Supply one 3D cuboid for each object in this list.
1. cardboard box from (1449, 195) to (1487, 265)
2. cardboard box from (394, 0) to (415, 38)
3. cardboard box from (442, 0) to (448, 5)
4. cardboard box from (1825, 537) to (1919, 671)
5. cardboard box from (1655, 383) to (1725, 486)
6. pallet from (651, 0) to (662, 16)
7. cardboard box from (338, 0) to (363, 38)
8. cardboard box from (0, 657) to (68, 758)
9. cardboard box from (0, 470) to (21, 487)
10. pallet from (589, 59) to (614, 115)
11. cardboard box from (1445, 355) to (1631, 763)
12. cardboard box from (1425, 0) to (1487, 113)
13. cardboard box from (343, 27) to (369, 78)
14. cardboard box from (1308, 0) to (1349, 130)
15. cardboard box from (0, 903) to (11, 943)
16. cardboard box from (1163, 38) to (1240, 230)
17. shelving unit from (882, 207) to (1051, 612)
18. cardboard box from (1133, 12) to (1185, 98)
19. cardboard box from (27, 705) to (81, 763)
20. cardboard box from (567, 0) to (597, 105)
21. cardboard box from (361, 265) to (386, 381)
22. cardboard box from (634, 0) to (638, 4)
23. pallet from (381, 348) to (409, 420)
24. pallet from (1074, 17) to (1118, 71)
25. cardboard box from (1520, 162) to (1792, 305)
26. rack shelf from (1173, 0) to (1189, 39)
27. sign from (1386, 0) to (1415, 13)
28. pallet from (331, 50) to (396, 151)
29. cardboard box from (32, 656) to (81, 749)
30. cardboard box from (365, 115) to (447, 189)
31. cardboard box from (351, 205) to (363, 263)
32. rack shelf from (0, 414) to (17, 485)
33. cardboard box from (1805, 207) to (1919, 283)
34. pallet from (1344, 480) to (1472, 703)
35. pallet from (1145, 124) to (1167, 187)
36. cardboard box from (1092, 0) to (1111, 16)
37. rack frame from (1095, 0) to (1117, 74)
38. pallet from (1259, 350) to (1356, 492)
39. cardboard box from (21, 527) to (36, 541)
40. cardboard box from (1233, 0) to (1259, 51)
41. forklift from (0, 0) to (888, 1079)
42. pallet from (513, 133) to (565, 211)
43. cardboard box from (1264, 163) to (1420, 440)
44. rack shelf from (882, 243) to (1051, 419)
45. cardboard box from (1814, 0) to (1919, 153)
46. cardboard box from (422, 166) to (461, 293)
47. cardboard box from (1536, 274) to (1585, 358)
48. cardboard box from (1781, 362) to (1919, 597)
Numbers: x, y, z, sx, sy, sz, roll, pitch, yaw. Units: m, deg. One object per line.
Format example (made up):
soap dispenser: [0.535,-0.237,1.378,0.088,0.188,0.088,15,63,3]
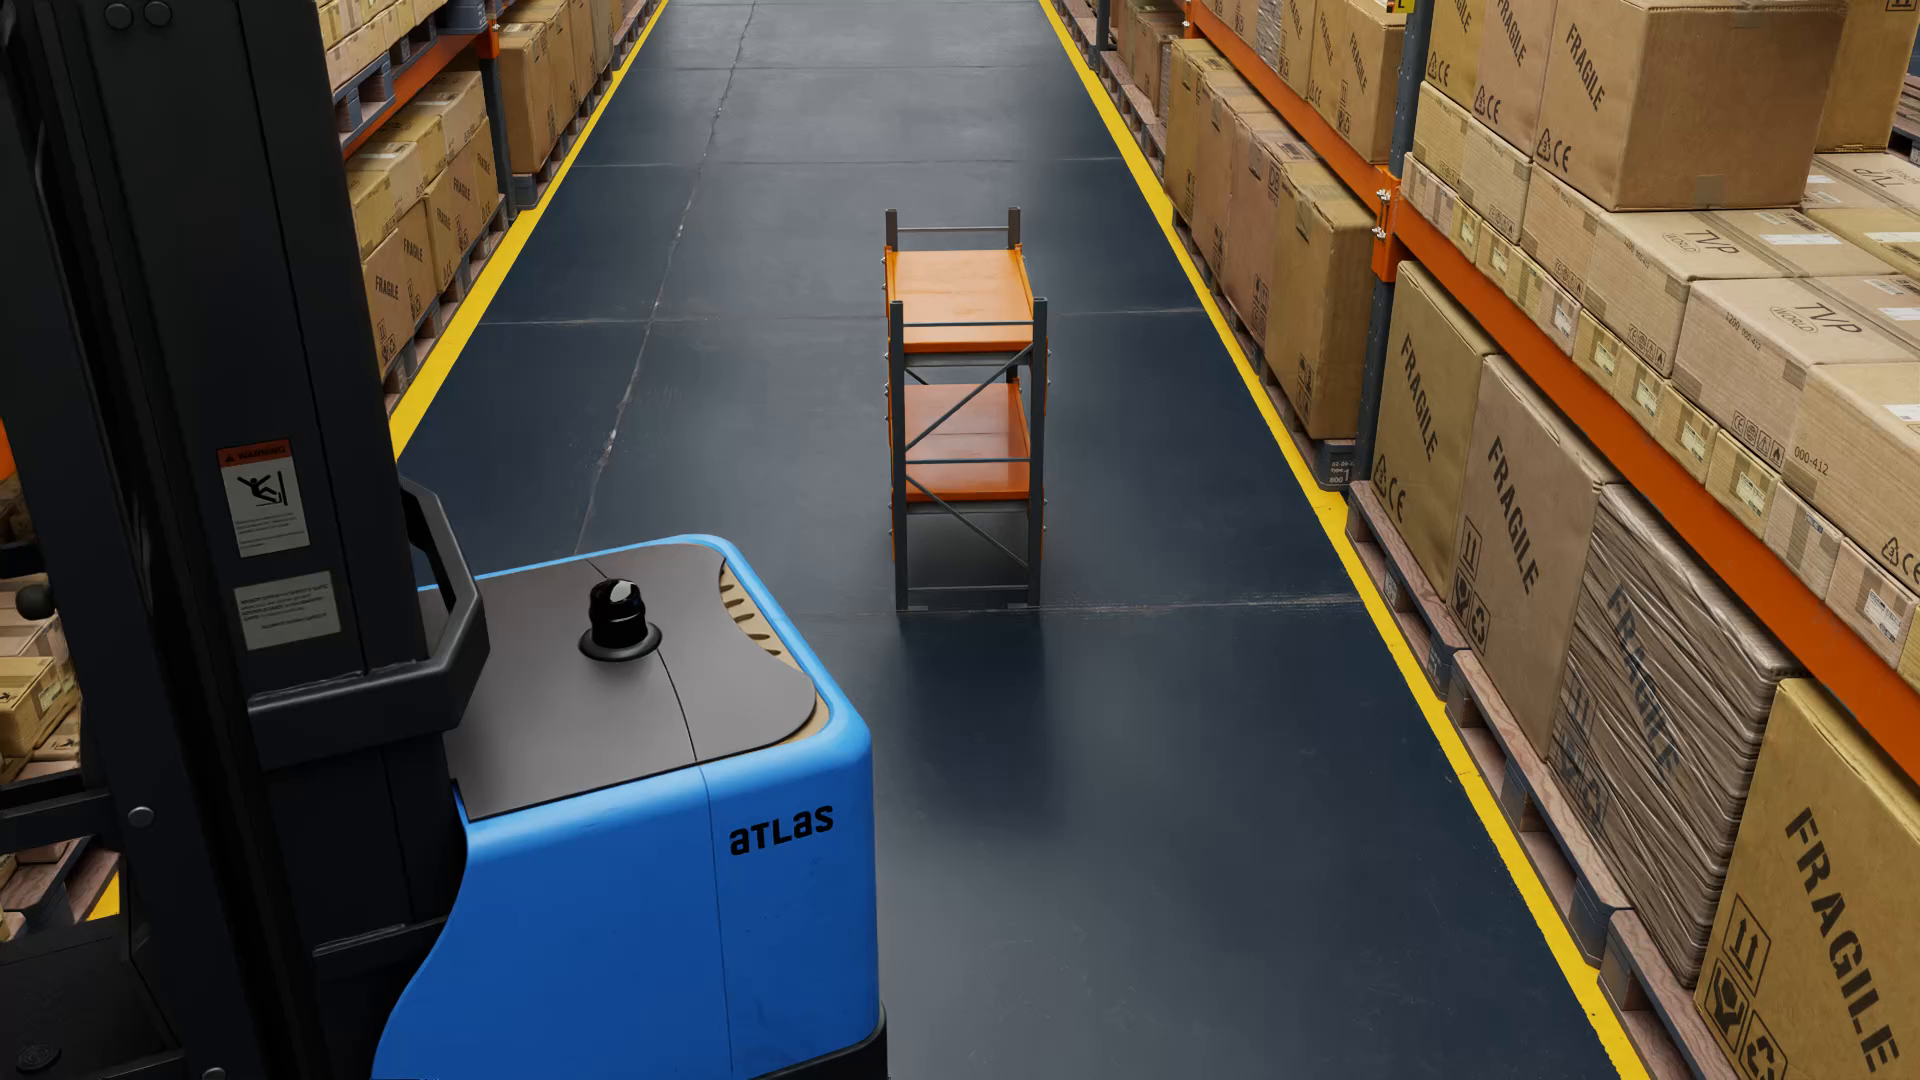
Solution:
cardboard box: [1.733,-0.956,5.111,0.380,0.149,0.250,-1,28,-1]
cardboard box: [-2.572,-2.252,7.143,0.380,0.149,0.250,-2,28,-4]
cardboard box: [-2.611,-2.614,7.836,0.380,0.149,0.250,-3,28,-5]
cardboard box: [1.856,0.111,3.066,0.380,0.149,0.250,-1,28,-3]
cardboard box: [1.814,-0.244,3.746,0.380,0.149,0.250,-1,28,-2]
pallet: [-3.443,-5.320,16.221,1.003,0.211,1.213,-1,28,-3]
cardboard box: [-2.527,-2.020,6.376,0.380,0.149,0.250,-1,28,-1]
cardboard box: [-2.504,0.422,4.182,0.380,0.149,0.250,-1,28,-2]
cardboard box: [-3.108,-0.159,5.297,0.380,0.149,0.250,-2,28,-3]
pallet: [-3.239,-3.485,12.704,1.003,0.211,1.213,-1,28,-3]
cardboard box: [2.023,0.023,4.805,0.875,0.875,0.875,-1,28,-3]
cardboard box: [1.791,-1.625,5.152,0.500,0.500,0.500,-1,28,-3]
cardboard box: [-2.527,-1.893,6.453,0.380,0.149,0.250,-1,28,-2]
cardboard box: [1.706,-1.937,6.613,0.500,0.500,0.500,-1,28,-1]
cardboard box: [-2.455,0.940,3.834,0.380,0.149,0.250,-1,28,-2]
cardboard box: [1.828,-2.227,9.120,1.225,0.875,0.875,-3,28,-5]
shelving unit: [0.000,-0.496,5.984,0.538,1.125,1.048,-1,28,-3]
cardboard box: [1.650,-3.473,11.892,0.700,0.500,0.500,-4,28,-7]
cardboard box: [-2.530,0.580,4.524,0.380,0.149,0.250,-1,28,-3]
cardboard box: [-3.186,-3.535,11.762,1.050,0.750,0.750,-1,28,-3]
cardboard box: [-2.710,-0.807,6.803,0.500,0.500,0.500,0,28,-1]
cardboard box: [-3.414,-5.450,15.299,0.875,0.875,0.875,-2,28,-3]
pallet: [-2.979,-0.505,6.990,1.003,0.211,1.213,-1,28,-3]
pallet: [1.534,-4.222,14.117,1.003,0.211,1.213,-1,28,-3]
cardboard box: [1.838,-0.828,4.434,0.500,0.250,0.500,-1,28,-1]
rack shelf: [1.708,-3.907,11.275,1.077,0.370,4.000,-1,28,-3]
sign: [1.480,-1.915,5.513,0.100,0.325,0.005,-1,28,-3]
pallet: [-2.831,-1.653,6.383,1.003,0.211,1.213,-1,28,-3]
cardboard box: [-2.631,0.434,4.481,0.380,0.149,0.250,0,28,0]
cardboard box: [-2.800,-1.862,8.014,0.500,0.250,0.500,-1,28,-1]
cardboard box: [-2.711,-1.140,6.630,0.500,0.250,0.500,-3,28,-5]
rack shelf: [-2.832,-0.139,4.051,1.077,0.370,4.000,-1,28,-3]
cardboard box: [2.386,-0.614,4.024,0.500,0.250,0.500,-2,28,-4]
pallet: [1.983,0.135,5.764,1.003,0.211,1.213,-1,28,-3]
pallet: [1.774,-2.427,10.674,1.003,0.211,1.213,-1,28,-3]
cardboard box: [1.475,-4.962,14.769,0.500,0.500,0.500,-4,28,-7]
rack frame: [1.604,-5.149,12.879,1.000,3.000,0.127,-1,28,-3]
pallet: [1.906,-0.573,7.120,1.003,0.211,1.213,-1,28,-3]
cardboard box: [-2.543,0.067,4.864,0.380,0.149,0.250,-3,28,-5]
cardboard box: [1.626,-2.641,7.961,0.500,0.500,0.500,-2,28,-4]
forklift: [-1.720,0.107,2.876,3.031,2.935,1.130,-12,30,-22]
pallet: [-3.112,-2.359,10.544,1.003,0.211,1.213,-1,28,-3]
cardboard box: [1.968,-0.994,6.756,1.225,0.875,0.875,-1,28,-2]
rack shelf: [0.000,-0.755,5.849,0.538,0.278,1.000,-1,28,-3]
cardboard box: [2.335,-1.415,4.750,0.500,0.500,0.500,-1,28,-2]
cardboard box: [-2.783,-1.526,8.180,0.500,0.500,0.500,-3,28,-5]
cardboard box: [1.773,-0.600,4.429,0.380,0.149,0.250,-1,28,-2]
cardboard box: [1.914,-0.125,3.086,0.500,0.250,0.500,-2,28,-4]
